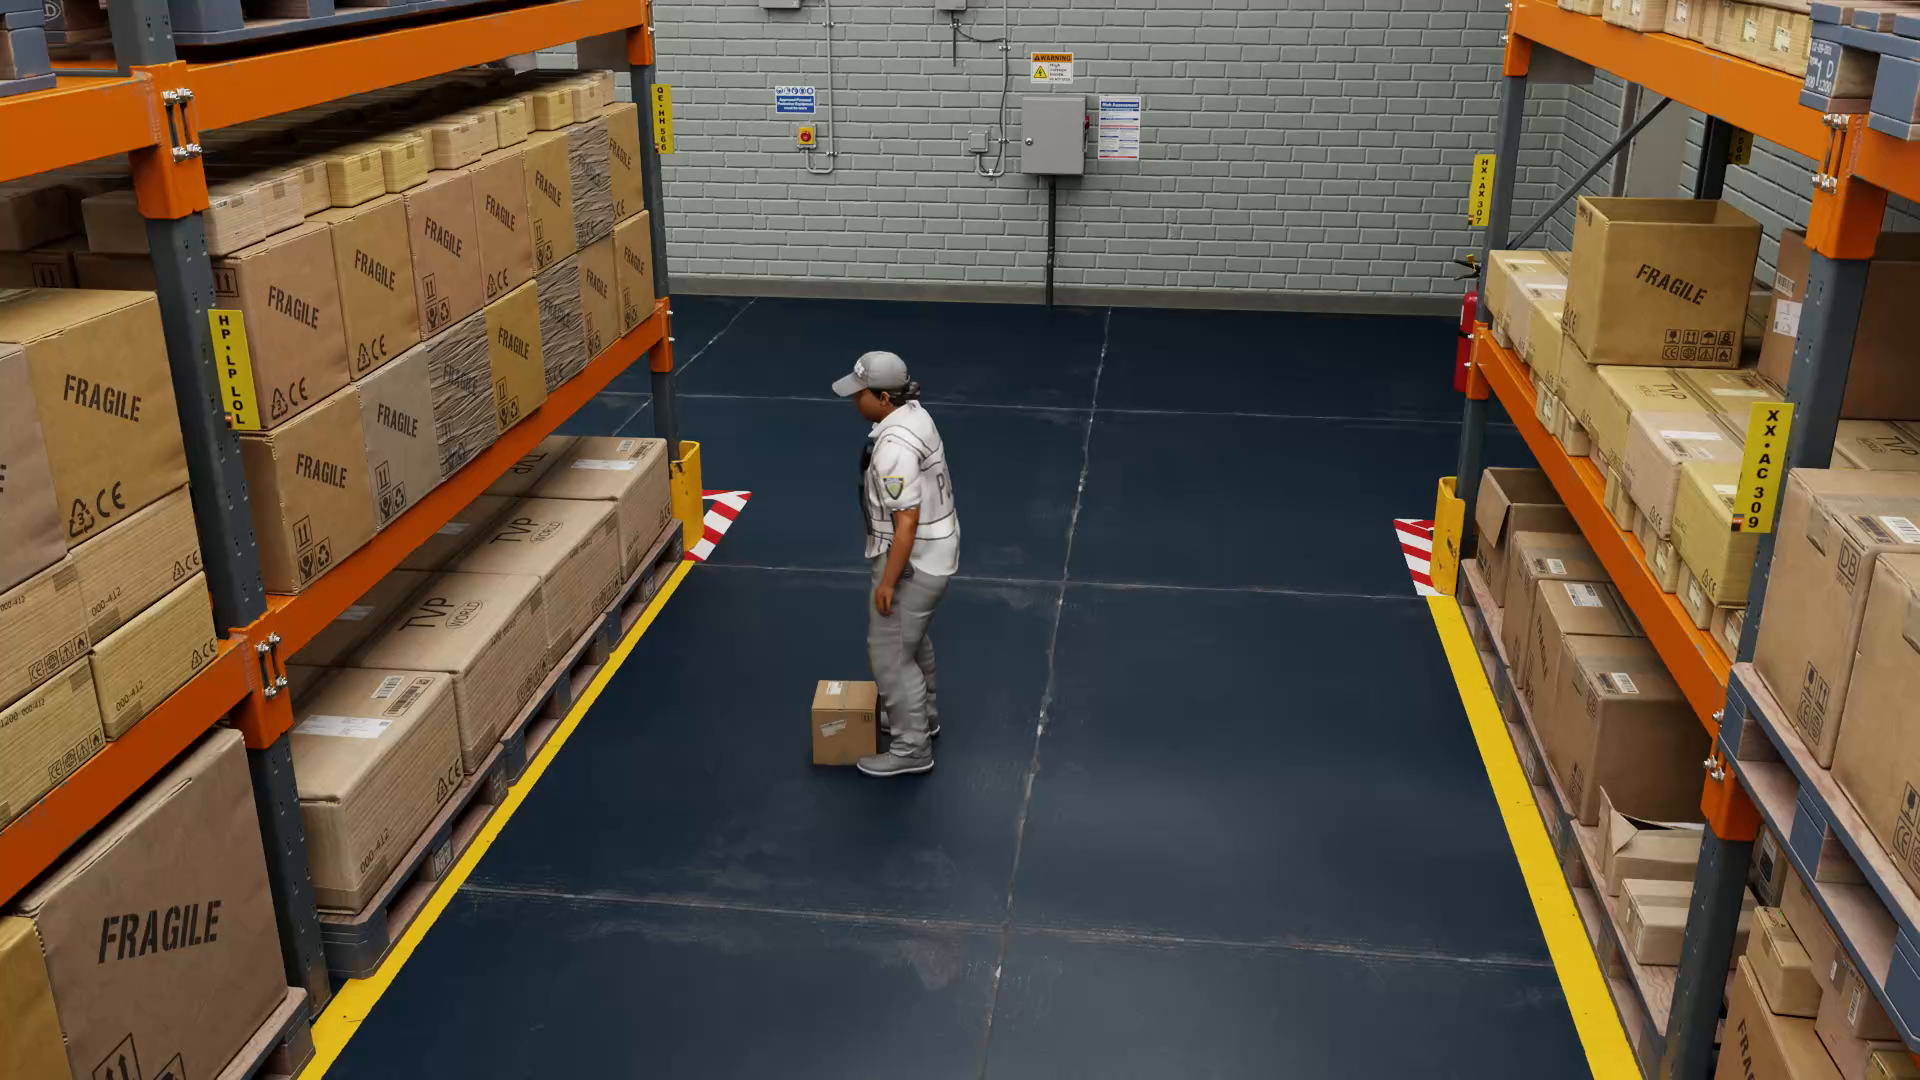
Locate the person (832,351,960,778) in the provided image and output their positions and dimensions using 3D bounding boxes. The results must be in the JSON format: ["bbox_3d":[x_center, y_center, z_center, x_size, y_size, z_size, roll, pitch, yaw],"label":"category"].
[{"bbox_3d":[-0.235,0.080,6.368,0.462,1.667,0.561,2,21,4],"label":"person"}]
